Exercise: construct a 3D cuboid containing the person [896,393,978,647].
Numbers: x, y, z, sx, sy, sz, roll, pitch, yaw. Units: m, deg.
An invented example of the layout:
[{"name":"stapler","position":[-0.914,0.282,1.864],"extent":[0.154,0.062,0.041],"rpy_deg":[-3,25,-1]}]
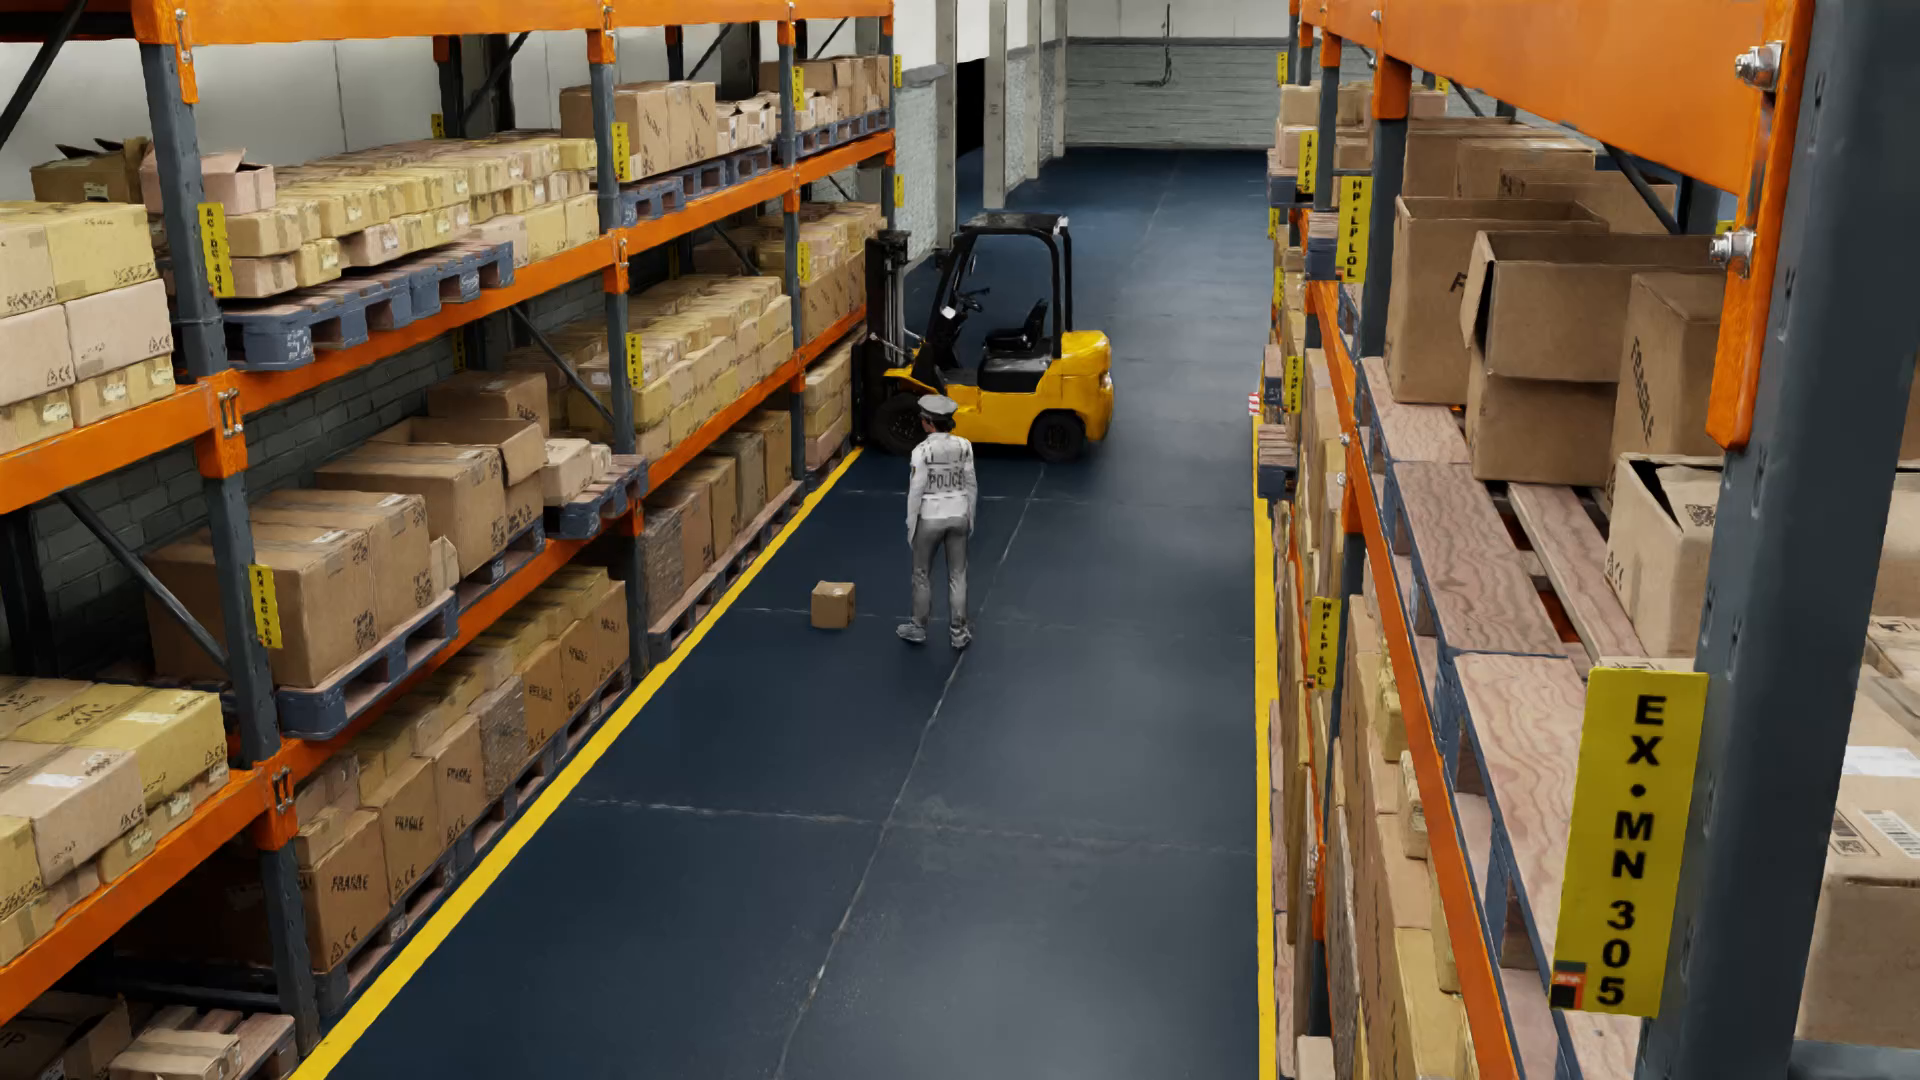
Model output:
[{"name":"person","position":[-0.140,-0.133,10.908],"extent":[0.507,1.678,0.482],"rpy_deg":[-7,19,-20]}]
